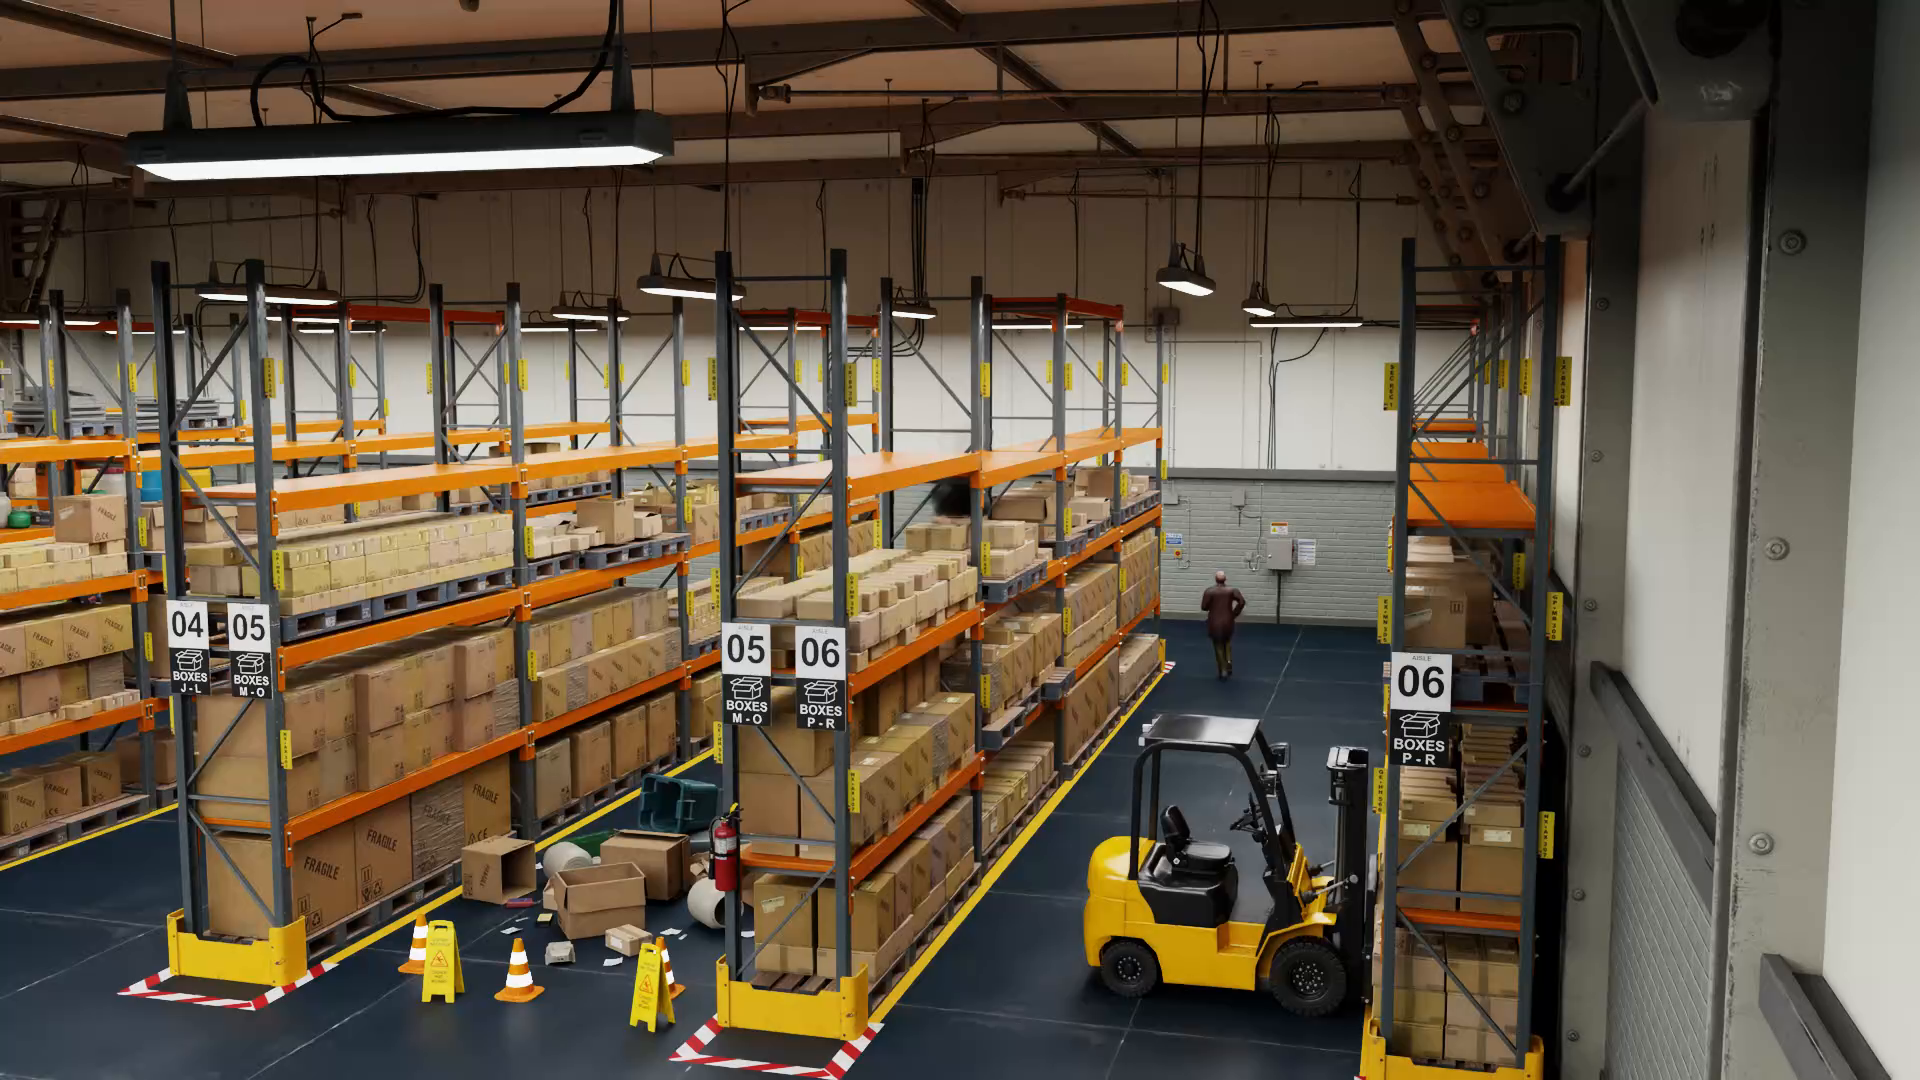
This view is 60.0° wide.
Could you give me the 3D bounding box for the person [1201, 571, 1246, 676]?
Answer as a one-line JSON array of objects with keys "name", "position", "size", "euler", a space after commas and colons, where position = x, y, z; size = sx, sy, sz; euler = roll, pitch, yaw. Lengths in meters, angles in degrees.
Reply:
[{"name": "person", "position": [4.328, 1.389, 27.568], "size": [0.700, 1.789, 0.734], "euler": [0, 6, -4]}]
